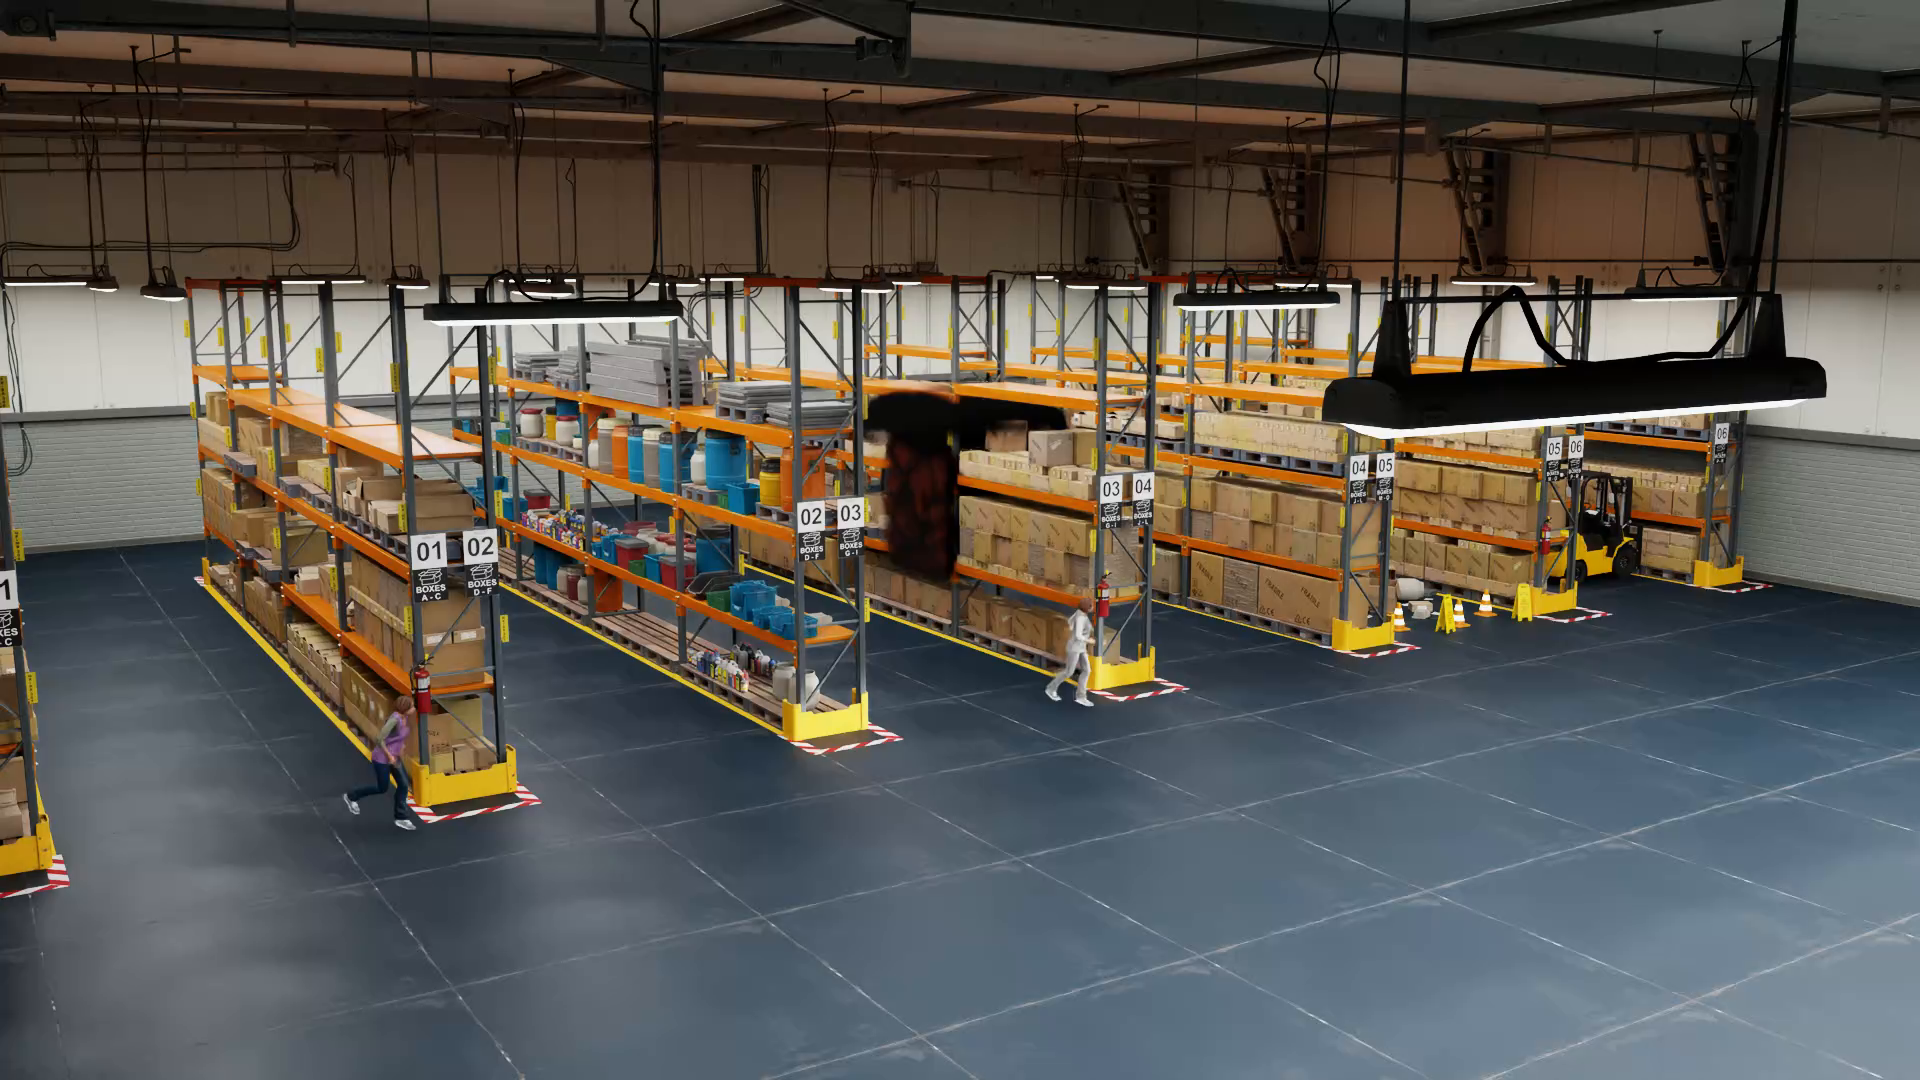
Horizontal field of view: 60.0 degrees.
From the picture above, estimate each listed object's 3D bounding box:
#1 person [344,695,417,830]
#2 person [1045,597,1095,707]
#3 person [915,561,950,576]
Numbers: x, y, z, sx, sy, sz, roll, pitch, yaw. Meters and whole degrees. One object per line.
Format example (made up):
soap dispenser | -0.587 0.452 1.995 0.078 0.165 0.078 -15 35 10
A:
person | -6.524 2.496 18.699 0.873 1.549 0.553 0 10 2
person | 1.583 1.588 23.865 0.722 1.591 0.528 3 10 17
person | -0.562 -0.106 33.751 0.946 1.638 0.570 9 13 44
